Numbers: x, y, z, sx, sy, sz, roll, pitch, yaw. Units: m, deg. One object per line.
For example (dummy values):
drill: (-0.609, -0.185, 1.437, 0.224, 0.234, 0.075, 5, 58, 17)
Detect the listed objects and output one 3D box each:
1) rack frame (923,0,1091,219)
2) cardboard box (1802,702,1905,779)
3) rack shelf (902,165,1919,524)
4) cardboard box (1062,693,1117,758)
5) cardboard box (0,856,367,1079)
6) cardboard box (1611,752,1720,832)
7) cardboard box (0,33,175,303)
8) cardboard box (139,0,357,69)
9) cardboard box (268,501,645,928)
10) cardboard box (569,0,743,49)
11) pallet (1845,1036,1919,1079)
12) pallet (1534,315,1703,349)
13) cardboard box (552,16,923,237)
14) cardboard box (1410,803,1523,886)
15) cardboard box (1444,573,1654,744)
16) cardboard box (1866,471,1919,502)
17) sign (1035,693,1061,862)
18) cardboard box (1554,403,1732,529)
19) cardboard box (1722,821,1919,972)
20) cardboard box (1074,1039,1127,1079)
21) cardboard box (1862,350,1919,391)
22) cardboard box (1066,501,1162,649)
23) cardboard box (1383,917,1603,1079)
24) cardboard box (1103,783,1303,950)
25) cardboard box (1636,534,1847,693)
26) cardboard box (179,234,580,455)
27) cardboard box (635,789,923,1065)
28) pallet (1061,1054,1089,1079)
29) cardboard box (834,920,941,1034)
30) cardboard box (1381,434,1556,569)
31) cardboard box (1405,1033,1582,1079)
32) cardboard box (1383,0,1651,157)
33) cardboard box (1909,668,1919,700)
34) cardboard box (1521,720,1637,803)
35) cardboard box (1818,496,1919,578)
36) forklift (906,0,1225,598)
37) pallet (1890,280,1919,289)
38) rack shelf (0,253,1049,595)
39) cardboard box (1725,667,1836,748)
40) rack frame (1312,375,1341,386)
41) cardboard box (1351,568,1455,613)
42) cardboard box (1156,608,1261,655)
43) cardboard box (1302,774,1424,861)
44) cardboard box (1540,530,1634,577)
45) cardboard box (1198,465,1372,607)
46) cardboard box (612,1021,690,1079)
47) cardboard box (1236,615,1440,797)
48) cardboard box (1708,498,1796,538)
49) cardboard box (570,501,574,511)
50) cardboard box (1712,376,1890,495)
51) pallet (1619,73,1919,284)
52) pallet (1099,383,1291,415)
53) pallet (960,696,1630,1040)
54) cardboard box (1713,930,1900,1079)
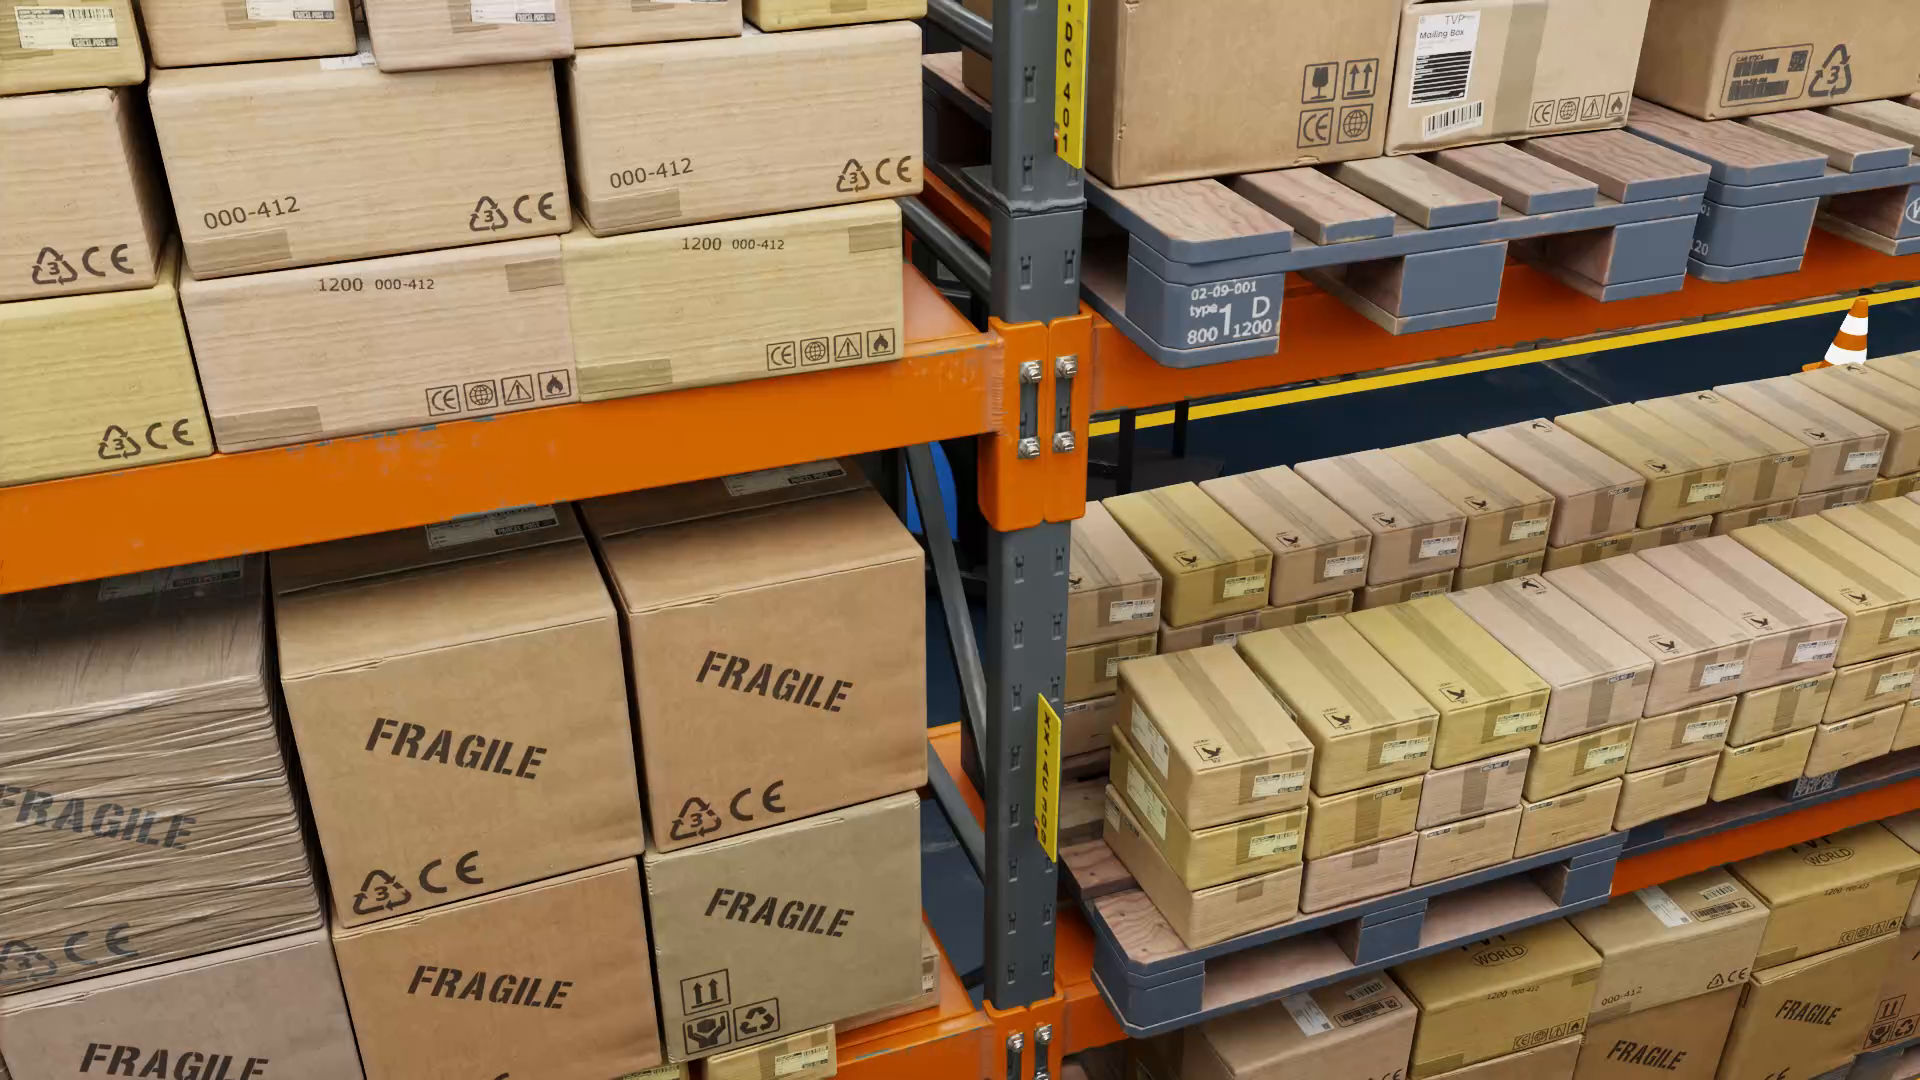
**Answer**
rack frame: (-0.036, -2.040, 2.241, 0.127, 3.000, 1.000, -10, 31, -18)
cardboard box: (1.952, 0.368, 3.903, 0.250, 0.149, 0.380, -12, 32, -20)
rack shelf: (1.838, -0.770, 3.767, 4.000, 0.370, 1.077, -10, 31, -18)
cardboard box: (0.267, 0.333, 3.966, 0.250, 0.149, 0.380, -11, 32, -19)
cardboard box: (-1.345, 0.782, 2.945, 0.500, 0.500, 0.500, -11, 31, -18)
cardboard box: (1.461, 0.459, 3.743, 0.250, 0.149, 0.380, -12, 32, -20)
cardboard box: (-1.359, -0.515, 2.240, 0.500, 0.250, 0.500, -9, 31, -16)
cardboard box: (-0.980, -0.779, 2.301, 0.250, 0.149, 0.380, -9, 31, -16)
cardboard box: (-0.865, 0.257, 2.856, 0.500, 0.500, 0.500, -11, 32, -19)
cardboard box: (-0.479, -0.831, 2.392, 0.250, 0.149, 0.380, -10, 31, -16)
pallet: (2.980, 1.222, 5.393, 1.213, 0.211, 1.003, -10, 31, -18)
pallet: (3.766, -1.535, 10.231, 1.213, 0.211, 1.003, -10, 31, -18)
cardboard box: (-0.380, -0.692, 2.550, 0.500, 0.250, 0.500, -12, 32, -20)
cardboard box: (0.987, 0.546, 3.590, 0.250, 0.149, 0.380, -10, 31, -17)
cardboard box: (1.228, 0.244, 3.520, 0.250, 0.149, 0.380, -11, 31, -18)
cardboard box: (2.451, -0.197, 4.595, 0.250, 0.149, 0.380, -10, 31, -17)
sign: (0.160, 0.441, 3.072, 0.005, 0.325, 0.100, -10, 31, -18)
cardboard box: (1.745, -0.197, 4.295, 0.250, 0.149, 0.380, -11, 31, -18)
cardboard box: (2.212, 0.866, 4.543, 0.500, 0.250, 0.500, -10, 31, -16)
cardboard box: (0.569, 1.225, 4.670, 0.500, 0.500, 0.500, -11, 31, -19)
cardboard box: (2.729, -0.378, 4.612, 0.250, 0.149, 0.380, -11, 31, -18)
cardboard box: (0.272, 0.075, 3.818, 0.250, 0.149, 0.380, -9, 31, -15)
cardboard box: (1.246, 1.046, 4.227, 0.500, 0.250, 0.500, -10, 31, -16)
cardboard box: (0.493, 0.638, 3.429, 0.250, 0.149, 0.380, -12, 32, -20)
cardboard box: (1.705, 0.156, 3.674, 0.250, 0.149, 0.380, -9, 31, -16)
cardboard box: (-0.874, -0.381, 2.510, 0.500, 0.250, 0.500, -11, 31, -18)
cardboard box: (-0.391, 0.608, 3.251, 0.500, 0.500, 0.500, -10, 31, -18)
pallet: (0.693, 1.643, 4.653, 1.213, 0.211, 1.003, -10, 31, -18)
cardboard box: (-0.223, 0.833, 3.511, 0.250, 0.149, 0.380, -11, 31, -18)
cardboard box: (1.244, -0.102, 4.128, 0.250, 0.149, 0.380, -11, 32, -19)
cardboard box: (1.244, 1.373, 4.410, 0.500, 0.500, 0.500, -9, 31, -15)
cardboard box: (0.862, -0.935, 2.997, 0.500, 0.311, 0.500, -11, 31, -18)
cardboard box: (2.200, 0.193, 3.909, 0.250, 0.149, 0.380, -10, 31, -16)
cardboard box: (1.221, 0.374, 3.593, 0.250, 0.149, 0.380, -12, 32, -20)
cardboard box: (2.200, 0.063, 3.837, 0.250, 0.149, 0.380, -9, 31, -15)
forklift: (0.590, -1.164, 6.831, 3.031, 2.935, 1.130, 11, 31, 18)
pallet: (6.258, -2.015, 11.073, 1.213, 0.211, 1.003, -10, 31, -18)
rack shelf: (-1.911, -0.079, 2.556, 4.000, 0.370, 1.077, -10, 31, -18)
cardboard box: (1.721, 0.280, 3.757, 0.250, 0.149, 0.380, -11, 31, -18)
rack frame: (1.892, -2.403, 8.938, 0.127, 3.000, 1.000, -10, 31, -18)
cardboard box: (1.002, 0.067, 4.132, 0.250, 0.149, 0.380, -11, 32, -19)
cardboard box: (0.514, 0.157, 3.973, 0.250, 0.149, 0.380, -10, 31, -17)
cardboard box: (0.735, 0.463, 3.436, 0.250, 0.149, 0.380, -11, 31, -19)
cardboard box: (1.502, -0.026, 4.294, 0.250, 0.149, 0.380, -10, 31, -17)
cardboard box: (0.766, -0.016, 3.976, 0.250, 0.149, 0.380, -11, 32, -19)
cardboard box: (-0.697, 0.947, 3.312, 0.250, 0.149, 0.380, -9, 31, -16)
cardboard box: (0.752, 0.329, 3.371, 0.250, 0.149, 0.380, -10, 31, -16)
cardboard box: (1.983, -0.114, 4.448, 0.250, 0.149, 0.380, -11, 31, -18)
cardboard box: (-1.025, 0.020, 3.272, 0.500, 0.500, 0.500, -11, 32, -19)
cardboard box: (2.228, -0.285, 4.449, 0.250, 0.149, 0.380, -9, 31, -15)
pallet: (1.550, -0.893, 3.447, 1.003, 0.211, 1.213, -10, 31, -18)
pallet: (1.127, -1.091, 9.451, 1.213, 0.211, 1.003, -10, 31, -18)
pallet: (0.731, 0.585, 3.887, 1.213, 0.211, 1.003, -10, 31, -18)
cardboard box: (2.209, 1.201, 4.713, 0.500, 0.500, 0.500, -12, 32, -20)
